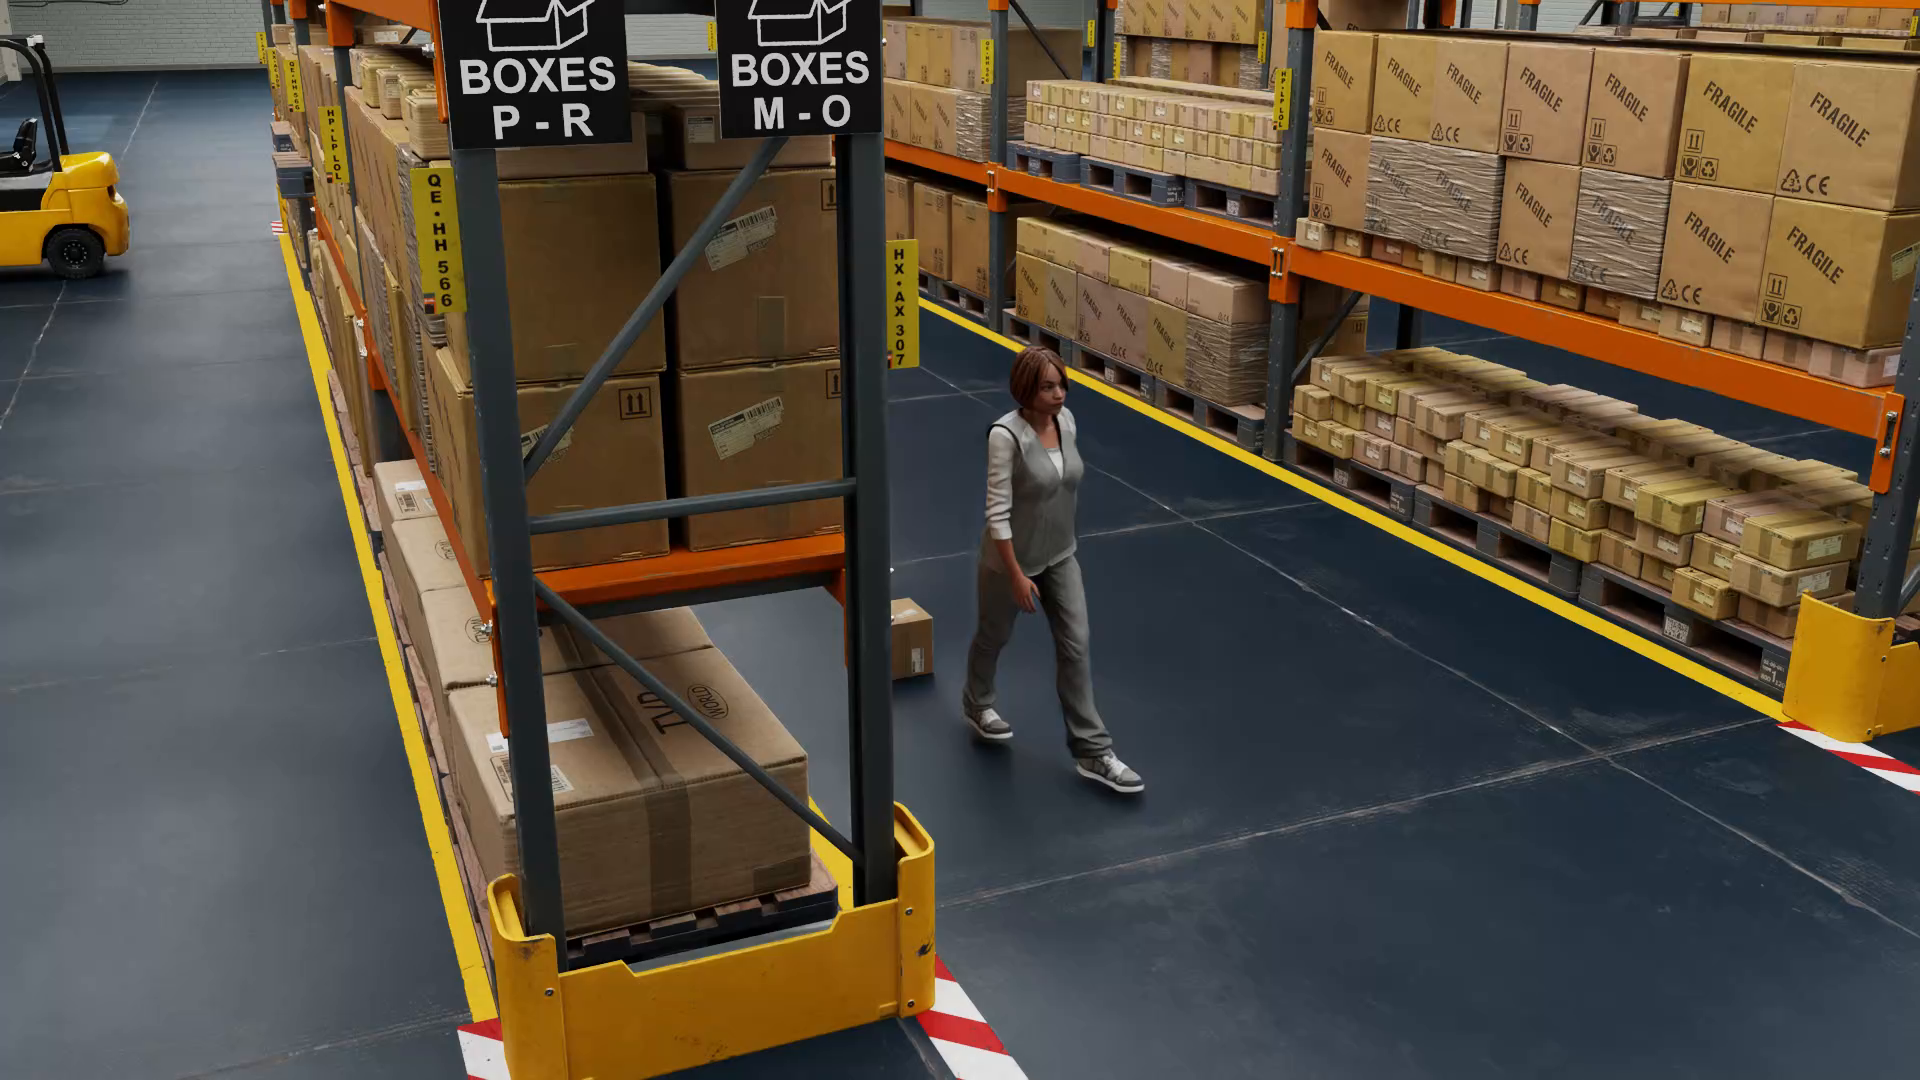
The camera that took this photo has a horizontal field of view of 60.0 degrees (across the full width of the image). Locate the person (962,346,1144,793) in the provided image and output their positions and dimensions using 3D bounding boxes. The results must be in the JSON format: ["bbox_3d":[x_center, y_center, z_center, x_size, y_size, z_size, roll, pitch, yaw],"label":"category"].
[{"bbox_3d":[0.261,0.074,5.836,0.418,1.547,0.866,-12,22,-31],"label":"person"}]
